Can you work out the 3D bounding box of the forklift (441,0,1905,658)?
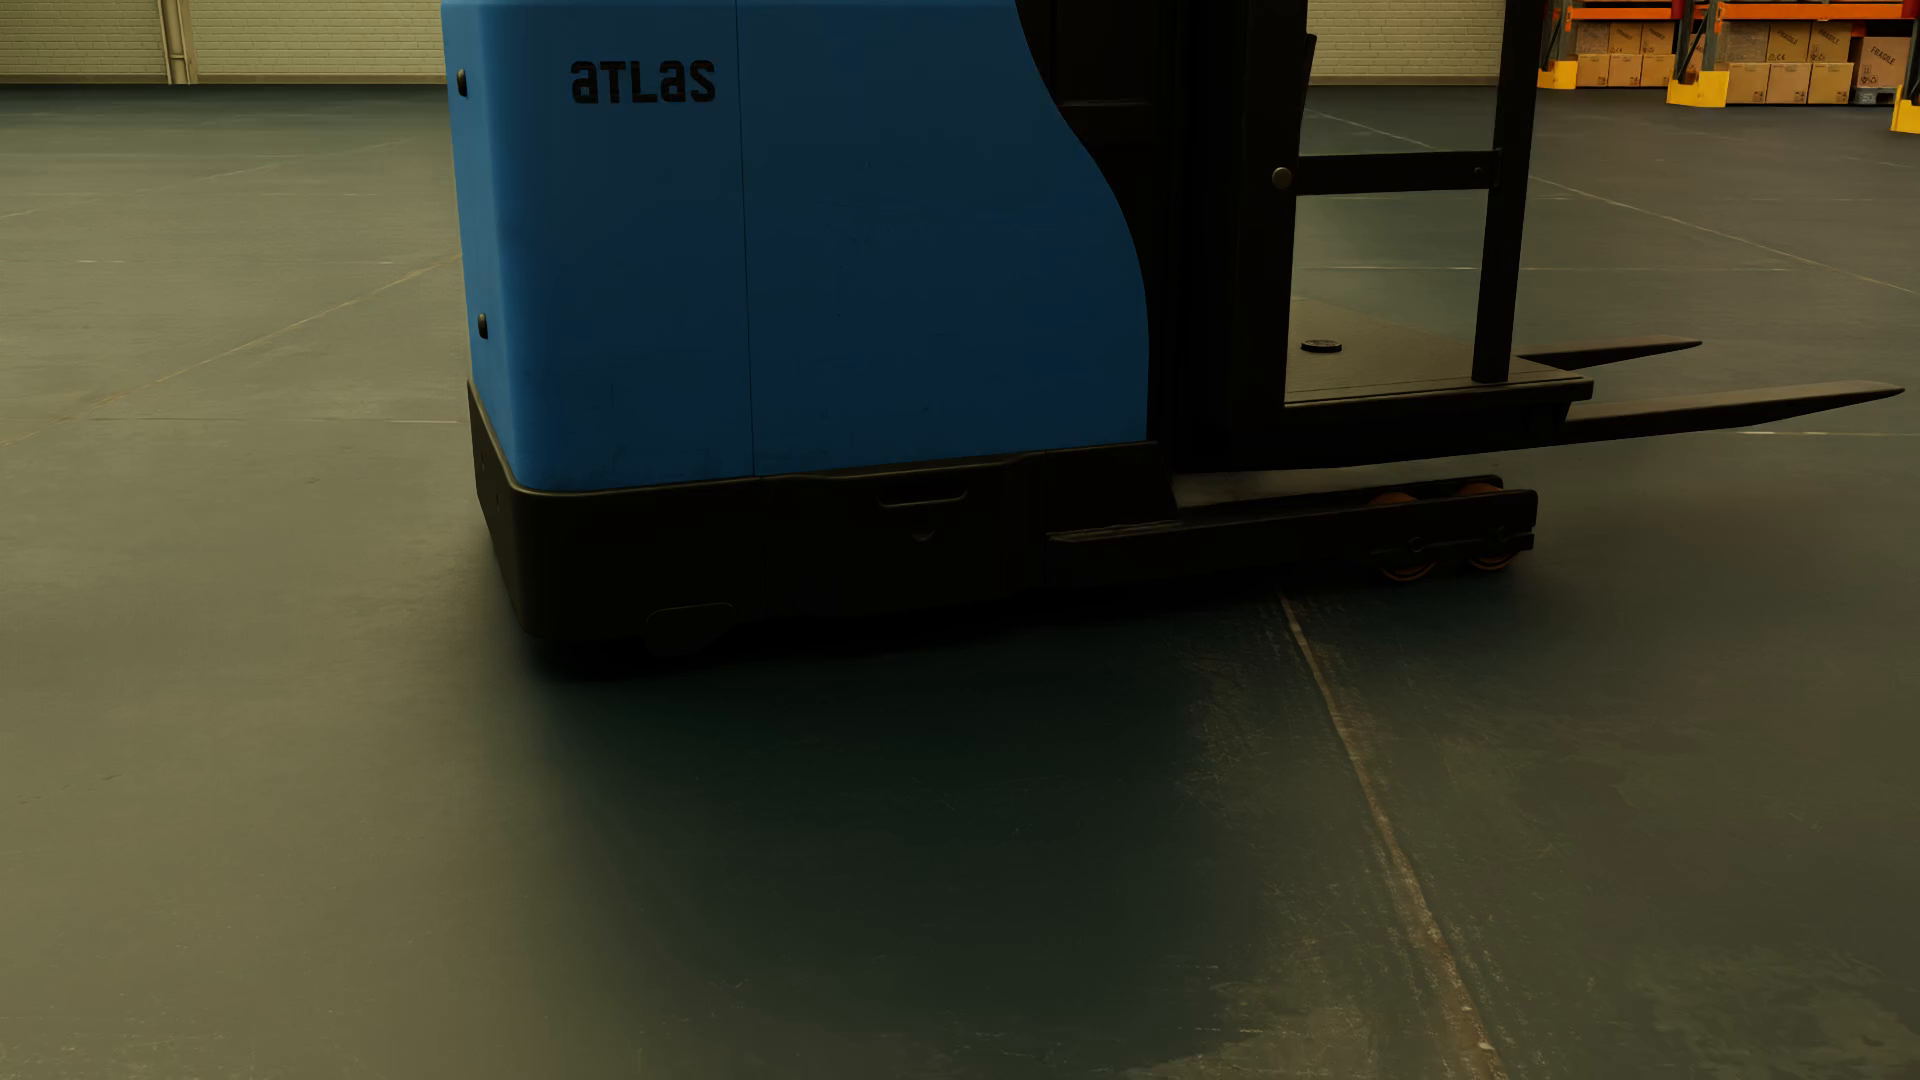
[{"bbox_3d":[0.571,-1.462,3.137,3.031,2.935,1.130,-6,18,-19],"label":"forklift"}]
